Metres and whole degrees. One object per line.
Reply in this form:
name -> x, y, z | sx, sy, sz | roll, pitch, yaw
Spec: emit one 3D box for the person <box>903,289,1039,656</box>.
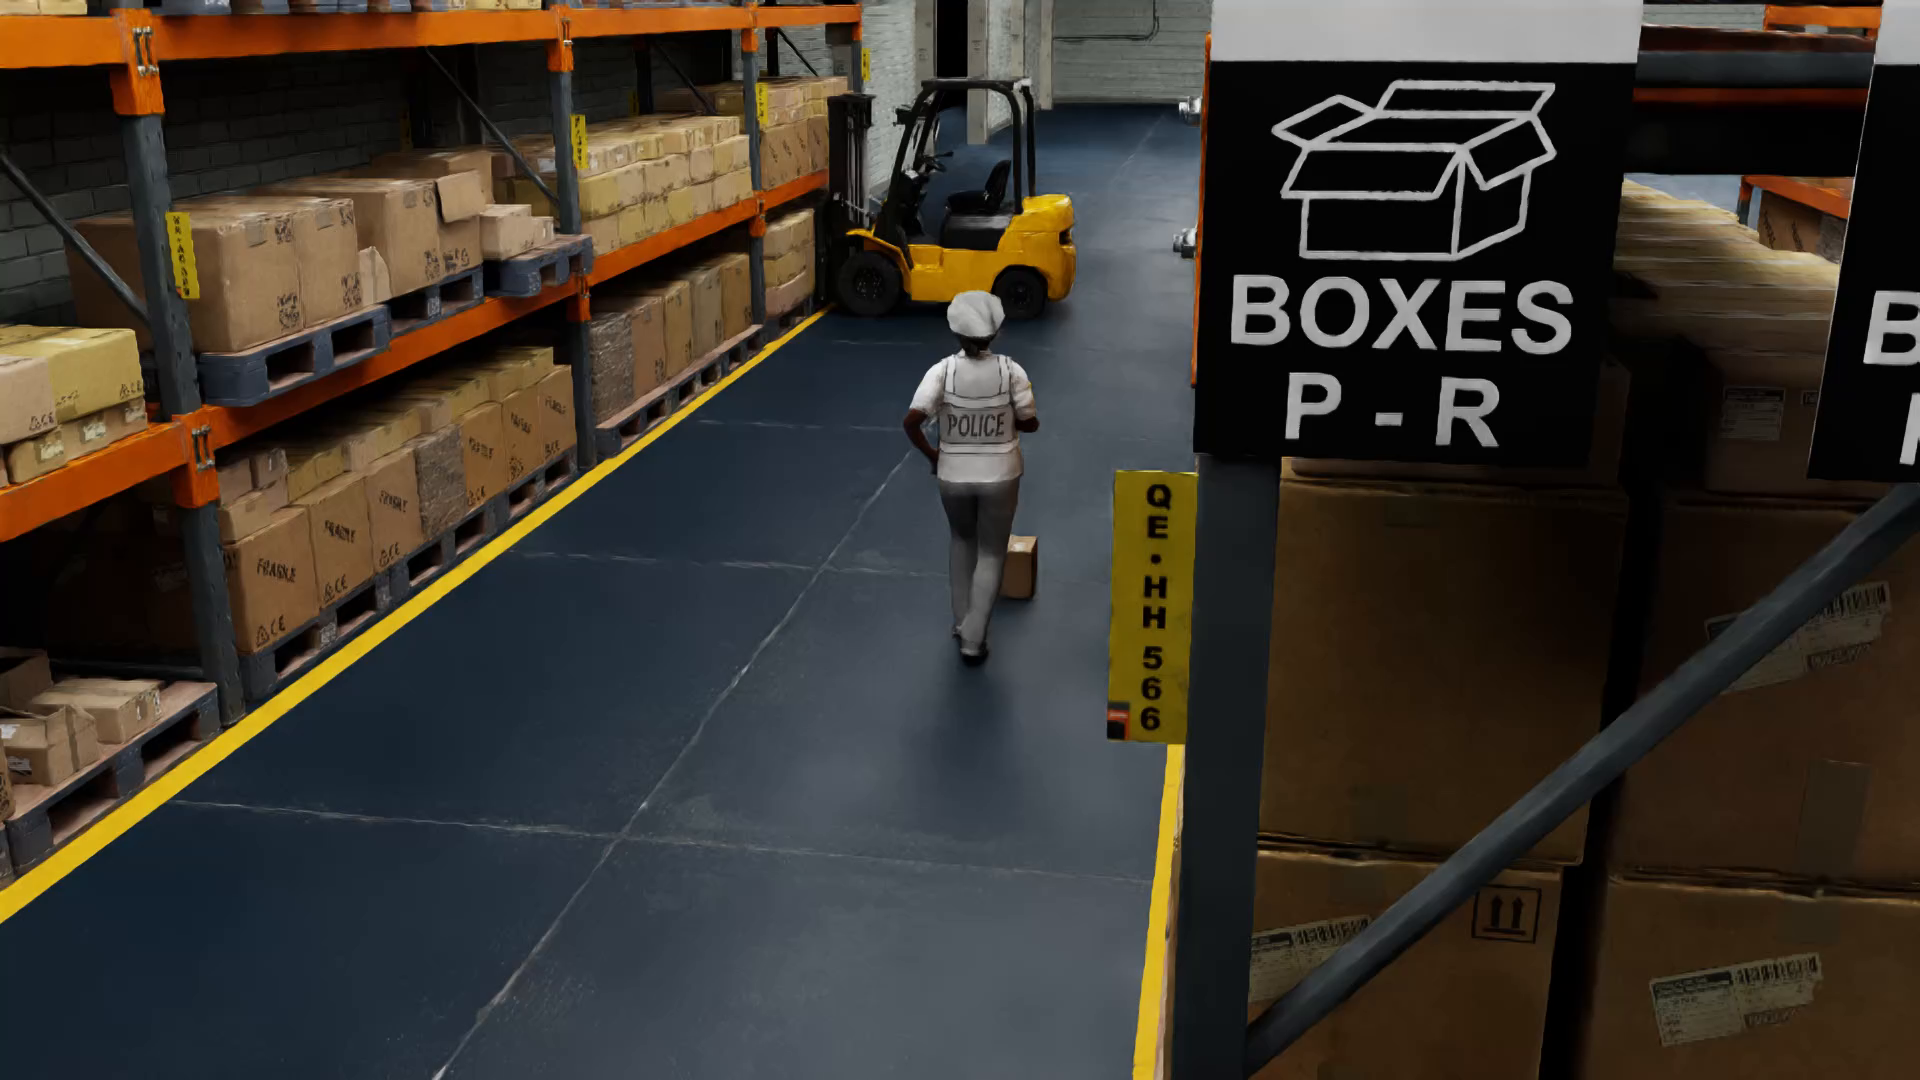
person -> 0.075, -0.270, 7.439 | 0.558, 1.724, 0.616 | 3, 18, 9
